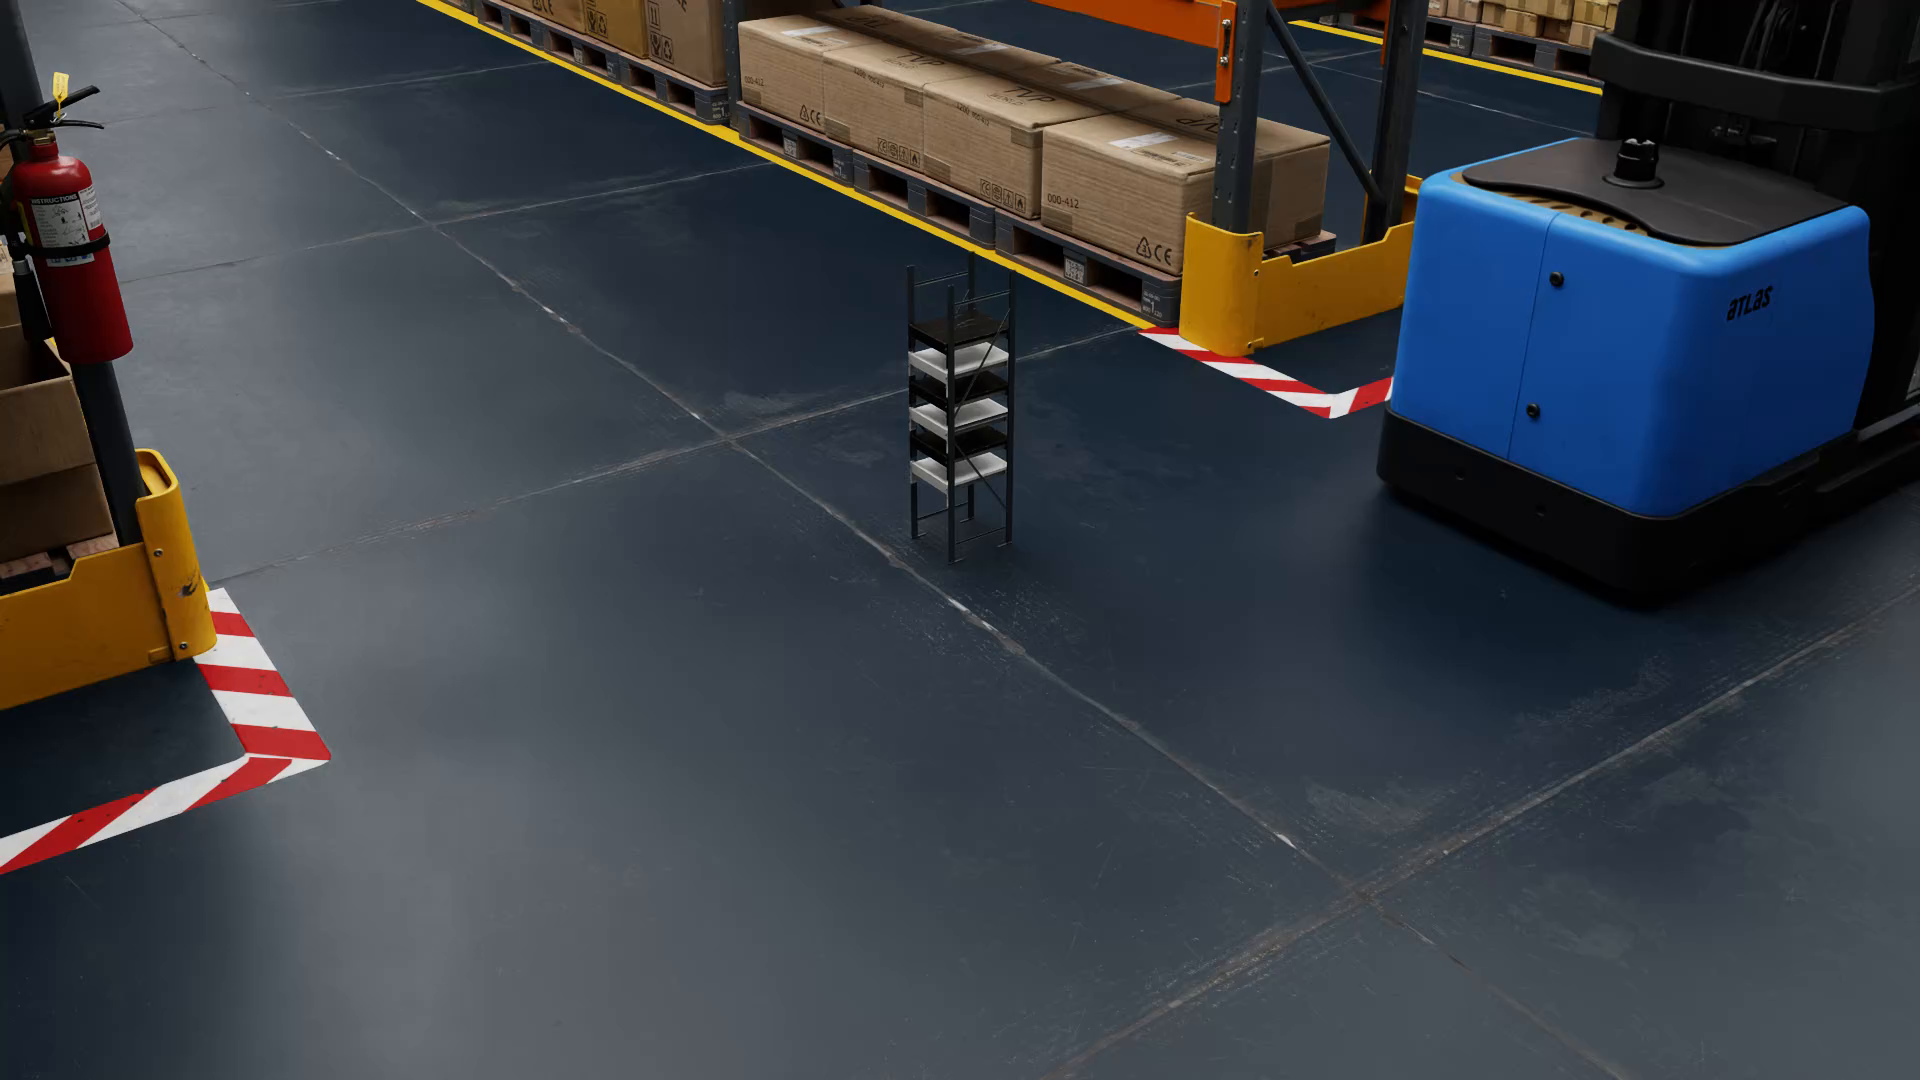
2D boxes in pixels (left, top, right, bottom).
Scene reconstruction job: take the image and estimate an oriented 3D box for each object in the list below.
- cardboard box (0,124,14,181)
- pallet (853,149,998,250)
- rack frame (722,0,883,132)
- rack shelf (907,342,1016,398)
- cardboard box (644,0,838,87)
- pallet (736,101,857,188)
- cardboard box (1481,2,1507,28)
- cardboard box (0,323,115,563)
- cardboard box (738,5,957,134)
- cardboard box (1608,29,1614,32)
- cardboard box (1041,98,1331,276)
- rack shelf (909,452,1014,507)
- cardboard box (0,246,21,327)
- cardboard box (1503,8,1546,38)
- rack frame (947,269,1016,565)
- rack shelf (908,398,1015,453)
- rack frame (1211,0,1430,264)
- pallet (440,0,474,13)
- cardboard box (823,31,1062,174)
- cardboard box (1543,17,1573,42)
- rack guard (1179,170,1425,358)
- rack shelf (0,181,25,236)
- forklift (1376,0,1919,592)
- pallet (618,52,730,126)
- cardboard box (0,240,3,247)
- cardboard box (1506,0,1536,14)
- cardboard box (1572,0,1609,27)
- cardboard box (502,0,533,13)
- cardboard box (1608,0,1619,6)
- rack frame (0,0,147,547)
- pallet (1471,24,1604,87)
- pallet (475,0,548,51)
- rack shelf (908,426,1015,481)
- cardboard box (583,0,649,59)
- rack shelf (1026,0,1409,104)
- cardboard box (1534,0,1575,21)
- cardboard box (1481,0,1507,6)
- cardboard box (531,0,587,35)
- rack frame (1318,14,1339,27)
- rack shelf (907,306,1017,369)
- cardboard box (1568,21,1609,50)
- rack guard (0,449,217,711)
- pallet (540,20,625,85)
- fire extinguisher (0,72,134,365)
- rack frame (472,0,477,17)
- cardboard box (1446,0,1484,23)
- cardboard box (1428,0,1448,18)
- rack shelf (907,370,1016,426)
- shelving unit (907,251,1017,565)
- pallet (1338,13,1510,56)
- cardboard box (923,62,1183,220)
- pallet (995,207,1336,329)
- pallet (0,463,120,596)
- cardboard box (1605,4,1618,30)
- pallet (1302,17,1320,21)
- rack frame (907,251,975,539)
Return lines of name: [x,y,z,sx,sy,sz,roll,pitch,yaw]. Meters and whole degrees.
cardboard box: [-2.579,-0.983,4.180,0.380,0.149,0.250,-19,34,-31]
pallet: [0.198,-1.803,8.349,1.003,0.211,1.213,-19,34,-31]
rack frame: [-0.891,-3.820,9.141,1.000,3.000,0.127,-19,34,-31]
rack shelf: [0.005,-0.521,4.959,0.258,0.077,0.200,-19,34,-31]
cardboard box: [-1.316,-3.290,9.951,0.875,0.875,0.875,-18,33,-29]
pallet: [-0.514,-2.278,9.223,1.003,0.211,1.213,-19,34,-31]
cardboard box: [3.745,-3.566,11.220,0.380,0.149,0.250,-20,35,-33]
cardboard box: [-2.890,-0.241,4.727,0.797,0.503,0.637,-20,34,-33]
cardboard box: [-0.614,-2.605,9.149,0.875,0.438,0.875,-19,34,-31]
cardboard box: [4.260,-3.126,10.410,0.380,0.149,0.250,-20,35,-33]
cardboard box: [0.965,-1.553,7.211,0.875,0.438,0.875,-20,34,-32]
rack shelf: [0.005,-0.205,5.131,0.258,0.077,0.200,-19,34,-31]
cardboard box: [-3.354,-0.583,5.359,0.700,0.500,0.500,-17,33,-29]
cardboard box: [3.818,-3.438,10.985,0.380,0.149,0.250,-20,34,-32]
rack frame: [0.064,-0.353,4.957,0.240,0.900,0.006,-19,34,-31]
rack shelf: [0.005,-0.363,5.045,0.258,0.077,0.200,-19,34,-31]
rack frame: [1.429,-2.265,6.278,1.000,3.000,0.127,-19,34,-31]
pallet: [-3.664,-4.454,13.230,1.003,0.211,1.213,-19,34,-31]
cardboard box: [-0.095,-2.257,8.508,0.875,0.438,0.875,-20,34,-32]
cardboard box: [4.032,-3.357,10.836,0.380,0.149,0.250,-18,33,-29]
rack guard: [1.443,-1.157,6.857,1.175,0.500,0.348,-19,34,-31]
rack shelf: [-3.772,-1.351,5.349,1.077,0.370,4.000,-19,34,-31]
forklift: [2.864,-1.685,5.281,3.031,2.935,1.130,-20,34,-32]
pallet: [-1.400,-2.874,10.321,1.003,0.211,1.213,-19,34,-31]
cardboard box: [-3.579,-0.816,5.789,0.500,0.500,0.500,-18,33,-30]
cardboard box: [3.812,-3.570,10.916,0.380,0.149,0.250,-19,34,-31]
cardboard box: [4.117,-3.368,10.543,0.380,0.149,0.250,-17,33,-28]
cardboard box: [-2.878,-4.335,11.875,0.875,0.875,0.875,-19,34,-31]
cardboard box: [4.237,-3.390,10.273,0.380,0.149,0.250,-17,33,-29]
rack frame: [-2.612,-0.890,3.745,1.000,3.000,0.127,-19,34,-31]
pallet: [4.213,-3.279,11.066,1.003,0.211,1.213,-19,34,-31]
pallet: [-2.816,-3.823,12.067,1.003,0.211,1.213,-19,34,-31]
rack shelf: [0.005,-0.284,5.088,0.258,0.077,0.200,-19,34,-31]
cardboard box: [-1.846,-3.639,10.594,0.875,0.875,0.875,-18,33,-29]
rack shelf: [0.269,-2.727,7.881,1.077,0.370,4.000,-19,34,-31]
cardboard box: [3.934,-3.467,10.726,0.380,0.149,0.250,-18,34,-30]
cardboard box: [3.717,-3.685,11.128,0.380,0.149,0.250,-17,33,-28]
cardboard box: [-2.364,-3.987,11.234,0.875,0.875,0.875,-18,33,-30]
rack frame: [3.082,-5.230,11.737,1.000,3.000,0.127,-19,34,-31]
rack shelf: [0.005,-0.600,4.916,0.258,0.077,0.200,-19,34,-31]
cardboard box: [4.118,-3.238,10.616,0.380,0.149,0.250,-18,33,-30]
rack guard: [-2.656,0.179,4.396,1.175,0.500,0.348,-19,34,-31]
pallet: [-2.112,-3.349,11.195,1.003,0.211,1.213,-19,34,-31]
fire extinguisher: [-2.150,-0.763,3.983,0.296,0.674,0.183,-19,34,-31]
rack frame: [-3.211,-5.375,12.005,1.000,3.000,0.127,-19,34,-31]
cardboard box: [3.561,-3.661,11.395,0.380,0.149,0.250,-20,34,-32]
cardboard box: [3.373,-3.745,11.551,0.380,0.149,0.250,-19,34,-31]
rack shelf: [0.005,-0.442,5.002,0.258,0.077,0.200,-19,34,-31]
shelving unit: [0.005,-0.392,5.029,0.258,0.900,0.210,-19,34,-31]
pallet: [3.501,-3.753,11.940,1.003,0.211,1.213,-19,34,-31]
cardboard box: [0.427,-1.906,7.862,0.875,0.438,0.875,-18,33,-29]
pallet: [0.901,-1.329,7.476,1.003,0.211,1.213,-19,34,-31]
pallet: [-3.119,-0.003,5.035,1.003,0.211,1.213,-19,34,-31]
cardboard box: [4.250,-3.263,10.350,0.380,0.149,0.250,-18,33,-30]
pallet: [2.630,-4.307,12.959,1.003,0.211,1.213,-19,34,-31]
rack frame: [-0.054,-0.432,5.102,0.240,0.900,0.006,-19,34,-31]
